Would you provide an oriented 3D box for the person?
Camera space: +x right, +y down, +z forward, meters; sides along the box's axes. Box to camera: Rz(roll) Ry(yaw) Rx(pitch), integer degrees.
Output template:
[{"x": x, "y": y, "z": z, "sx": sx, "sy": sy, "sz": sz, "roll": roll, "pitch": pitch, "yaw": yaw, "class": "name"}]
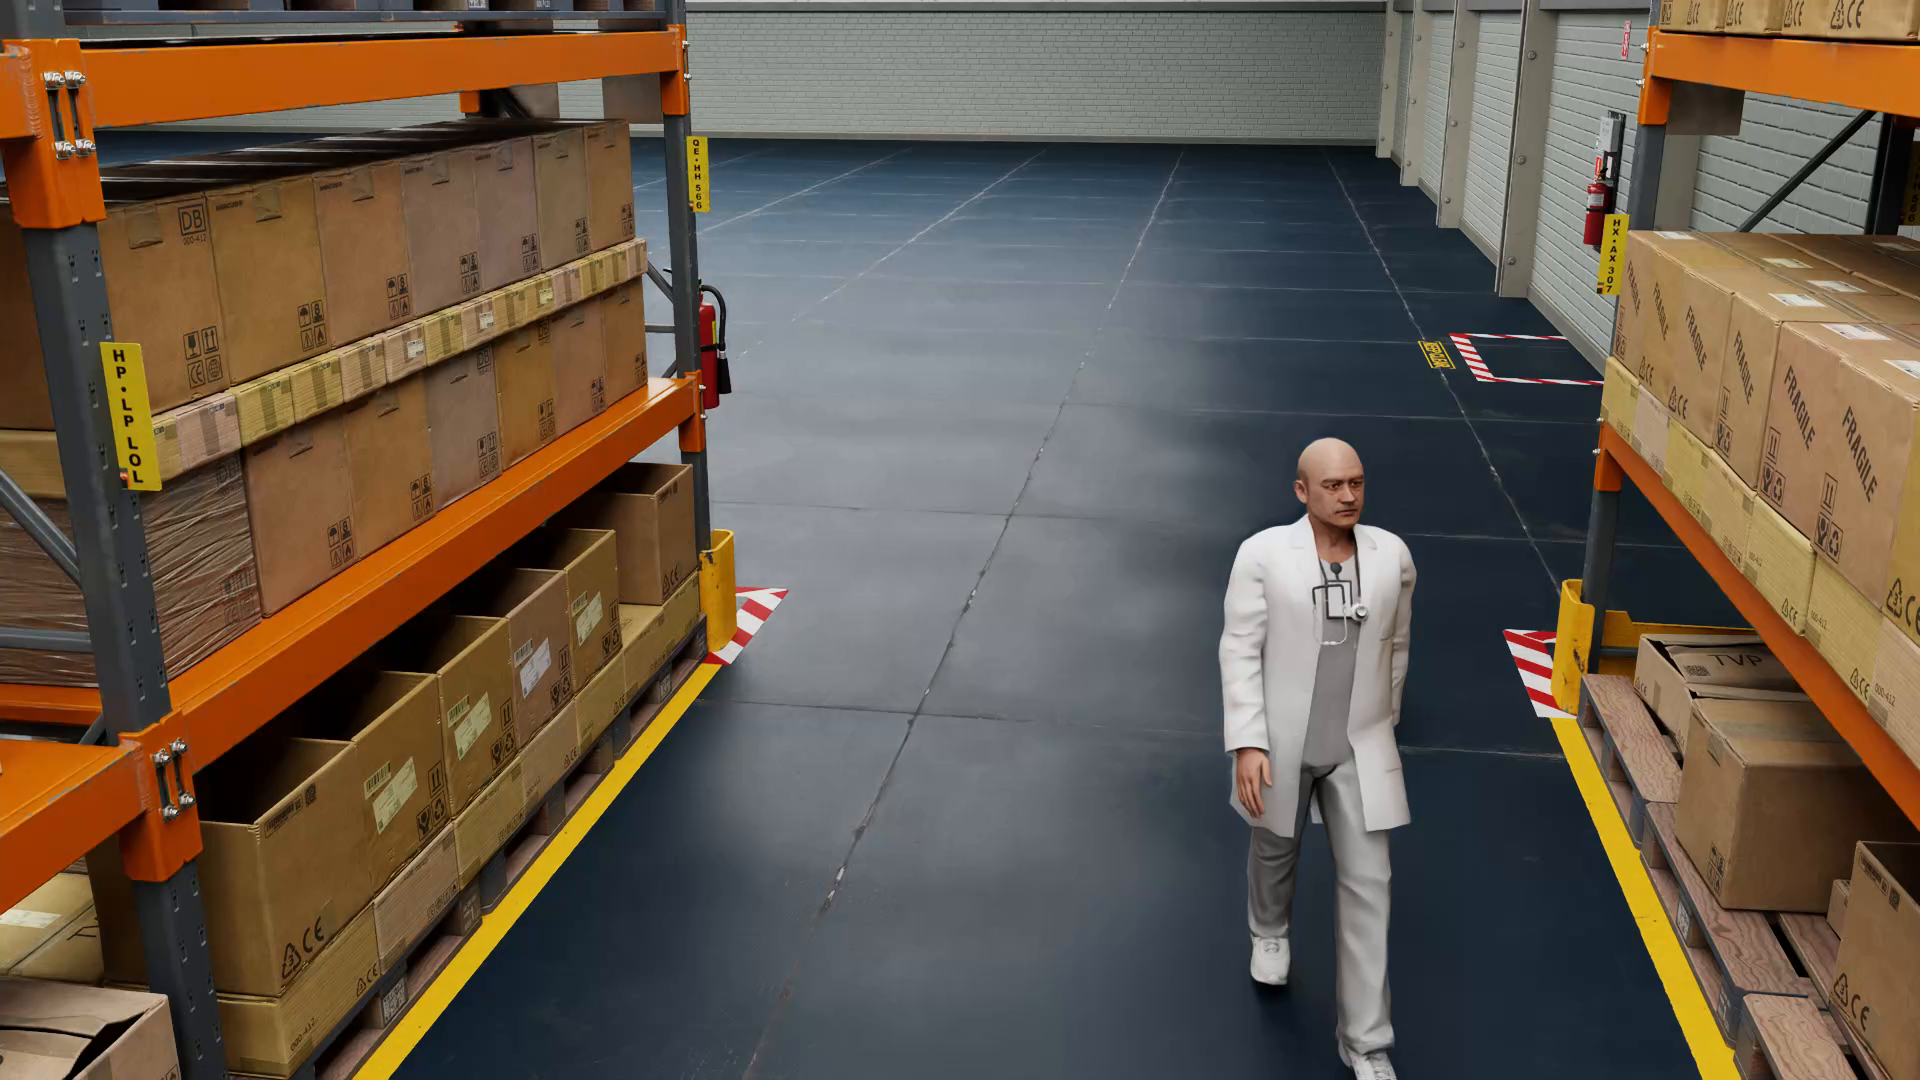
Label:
[{"x": 1.004, "y": 0.597, "z": 4.646, "sx": 0.571, "sy": 1.732, "sz": 1.025, "roll": 1, "pitch": 18, "yaw": 2, "class": "person"}]
